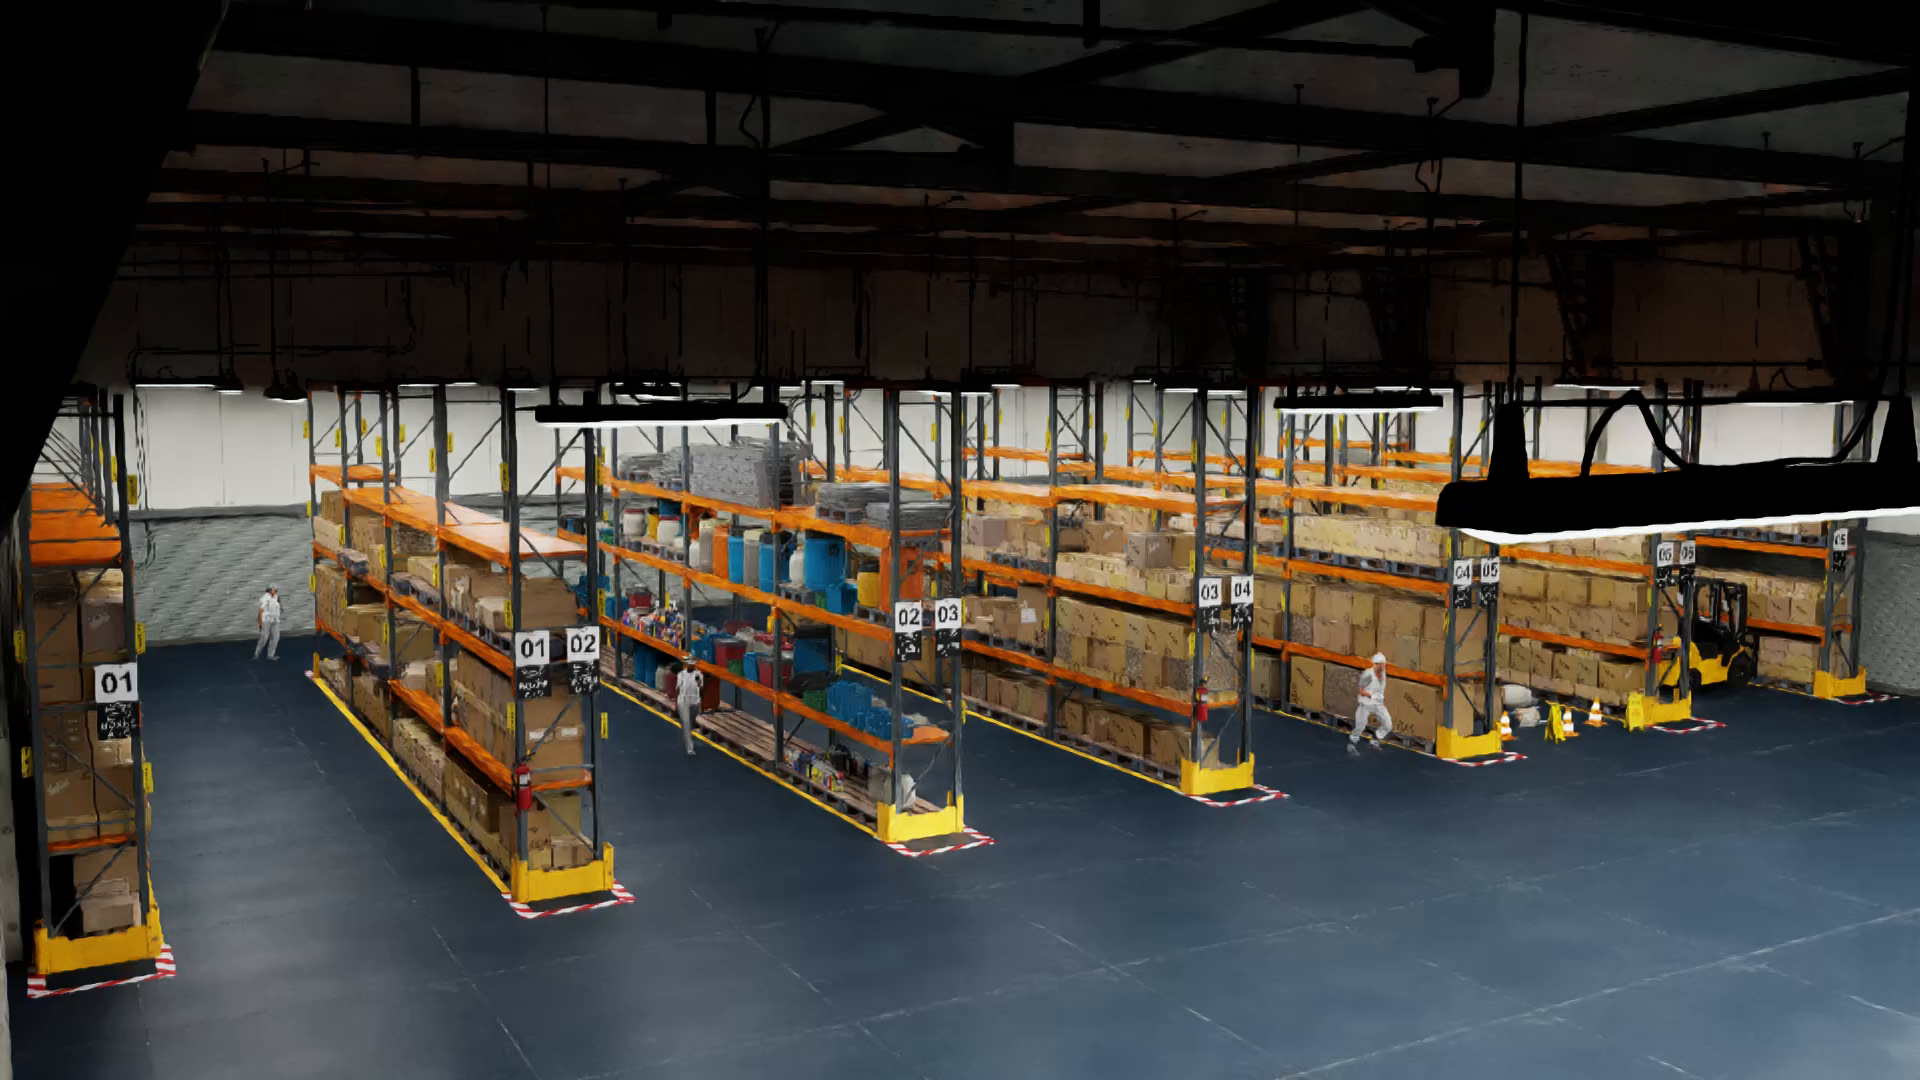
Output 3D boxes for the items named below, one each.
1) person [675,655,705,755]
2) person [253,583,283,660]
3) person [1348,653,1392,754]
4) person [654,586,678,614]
[{"bbox_3d":[-4.387,2.641,27.114,0.450,1.588,1.092,-3,7,-26],"label":"person"},{"bbox_3d":[-14.815,1.738,35.546,0.589,1.651,0.555,3,7,25],"label":"person"},{"bbox_3d":[6.658,2.646,26.754,0.684,1.712,0.820,-3,7,-23],"label":"person"},{"bbox_3d":[-6.213,1.773,35.224,0.502,1.621,0.989,-4,7,-30],"label":"person"}]
